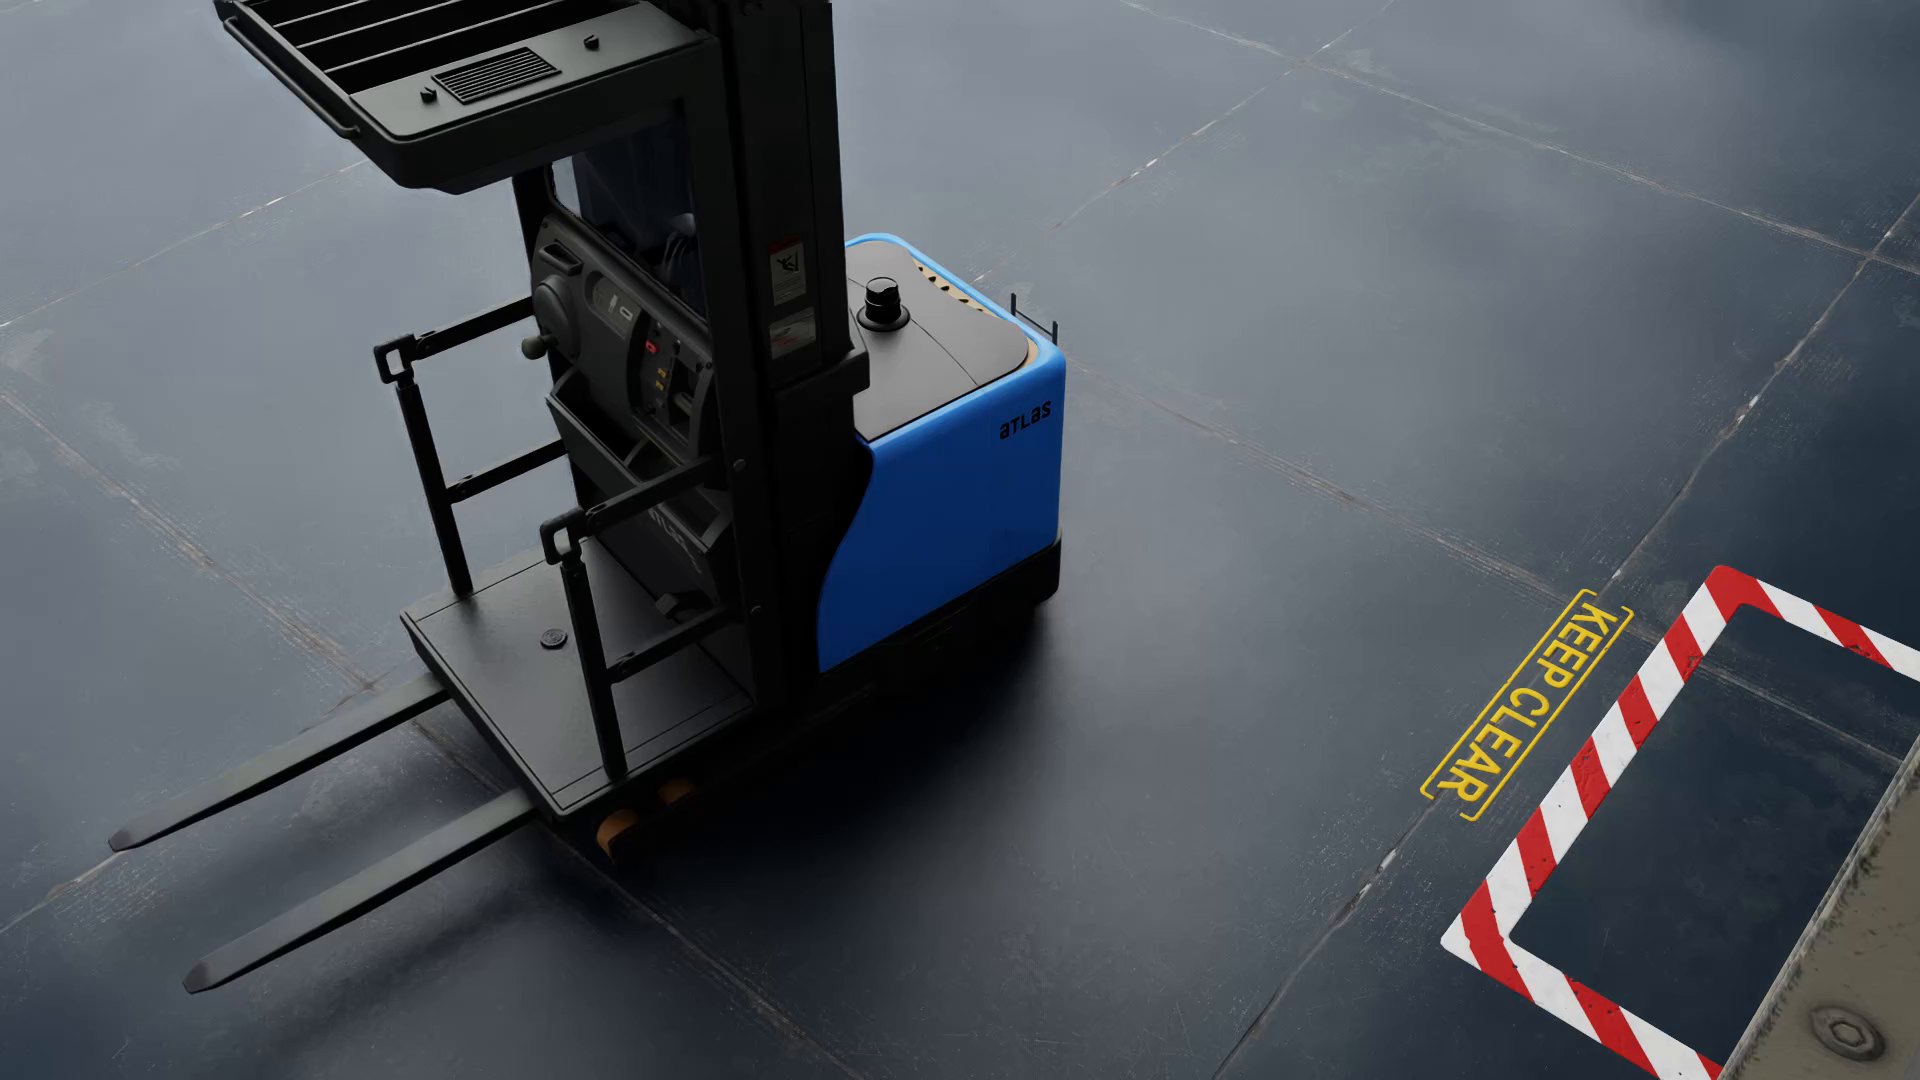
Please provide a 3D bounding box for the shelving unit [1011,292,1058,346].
[{"bbox_3d":[0.176,-0.422,5.967,0.210,0.900,0.258,-28,49,-28],"label":"shelving unit"}]

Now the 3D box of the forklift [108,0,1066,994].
[{"bbox_3d":[-1.113,-0.507,4.550,3.031,2.935,1.130,-28,49,-28],"label":"forklift"}]

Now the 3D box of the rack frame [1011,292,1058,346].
[{"bbox_3d":[0.255,-0.465,6.014,0.006,0.900,0.240,-28,49,-28],"label":"rack frame"}]
